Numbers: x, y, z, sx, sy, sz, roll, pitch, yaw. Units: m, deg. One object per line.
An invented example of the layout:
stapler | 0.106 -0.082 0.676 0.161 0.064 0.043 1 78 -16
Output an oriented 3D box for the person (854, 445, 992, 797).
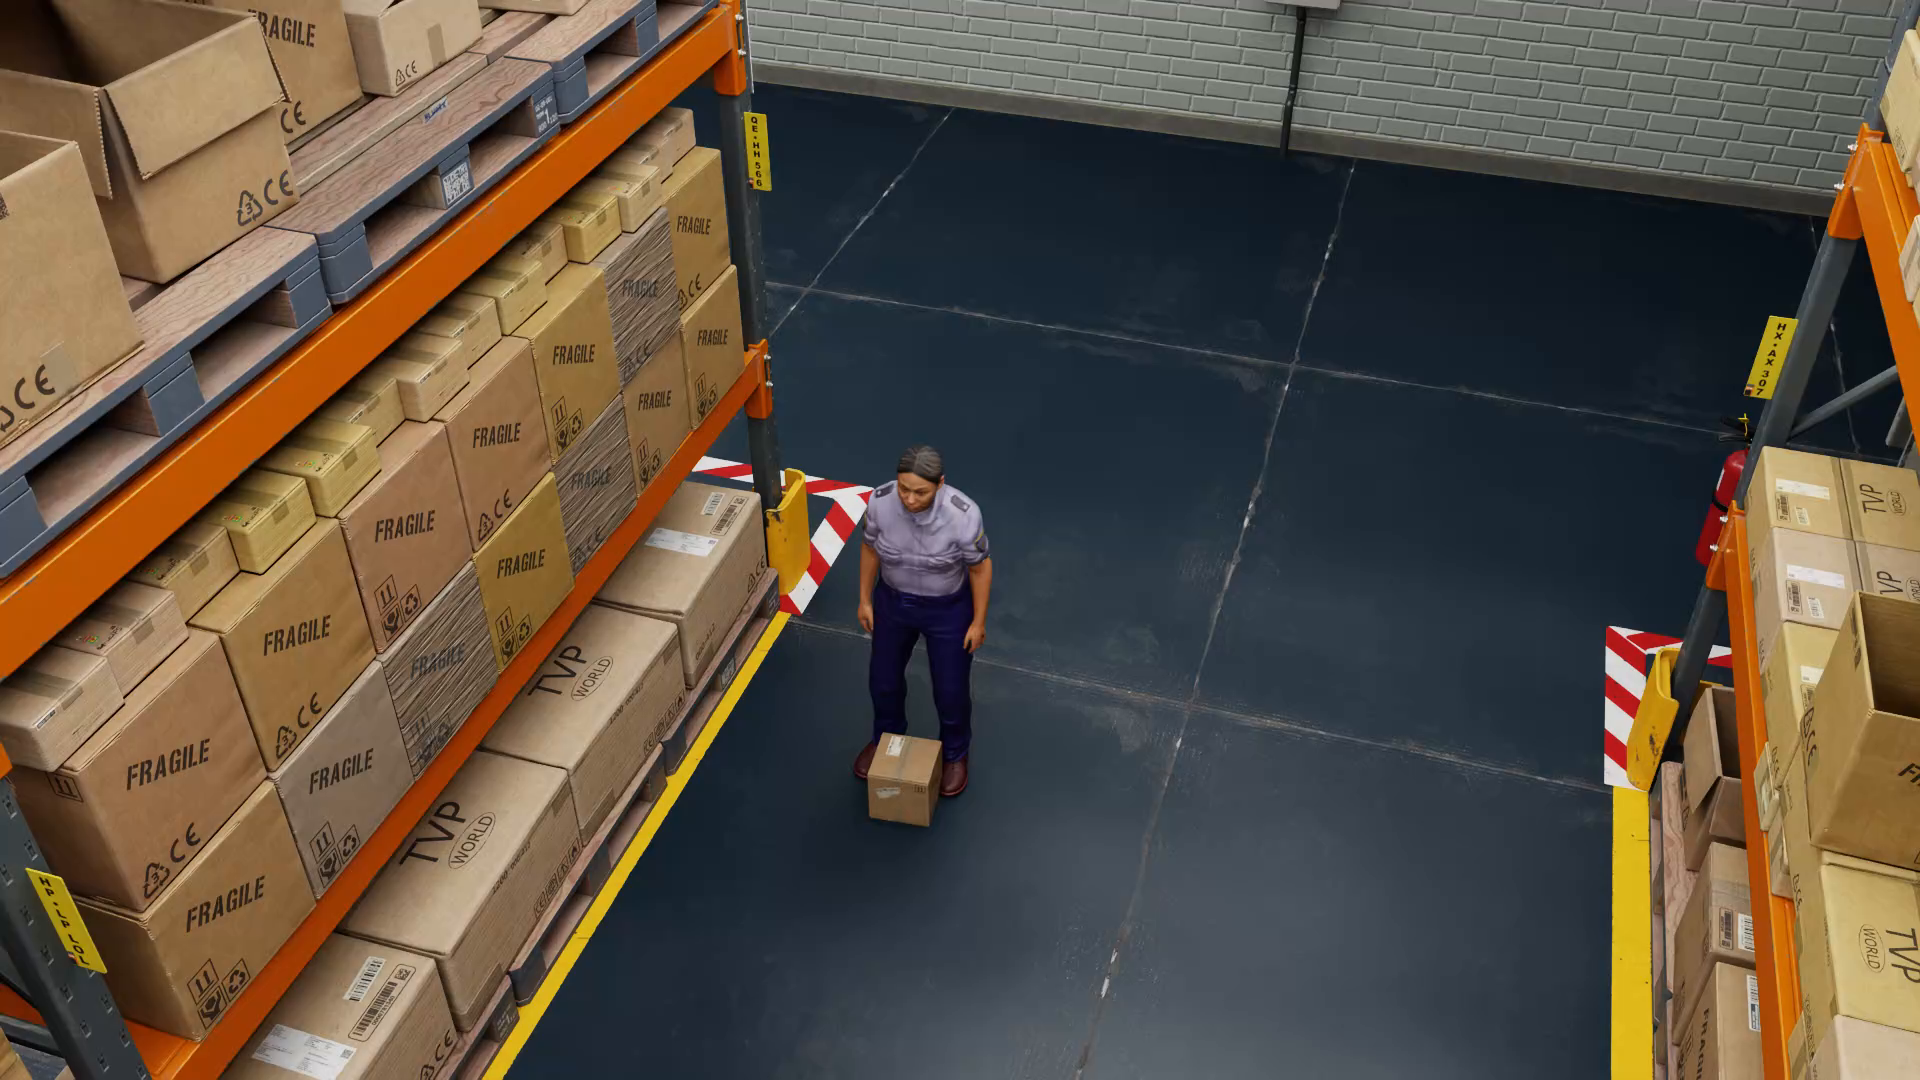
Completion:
person | -0.150 0.280 6.528 0.547 1.651 0.367 10 38 13
